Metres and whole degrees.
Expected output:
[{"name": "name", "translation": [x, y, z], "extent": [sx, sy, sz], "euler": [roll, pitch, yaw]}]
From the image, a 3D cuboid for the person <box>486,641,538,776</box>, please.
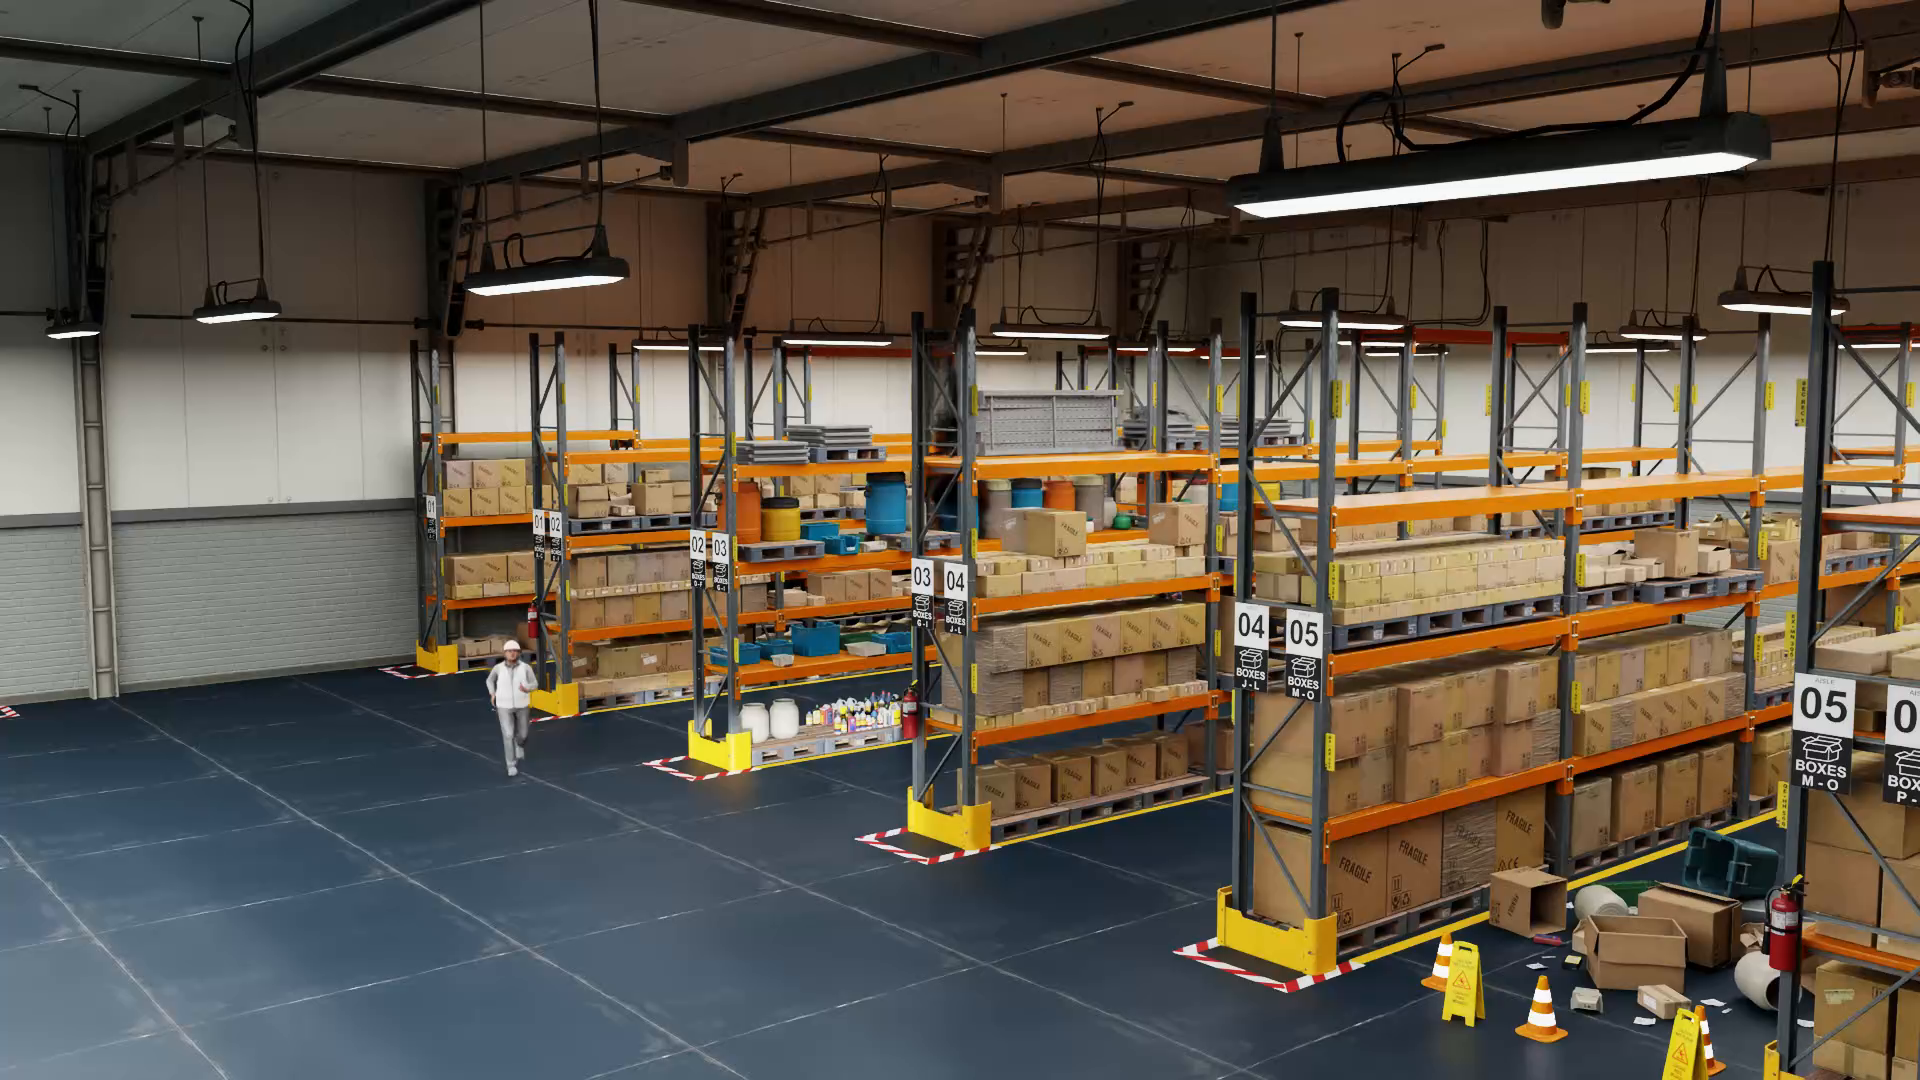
[{"name": "person", "translation": [-5.988, 2.219, 22.273], "extent": [0.666, 1.750, 0.935], "euler": [-2, 6, -19]}]
